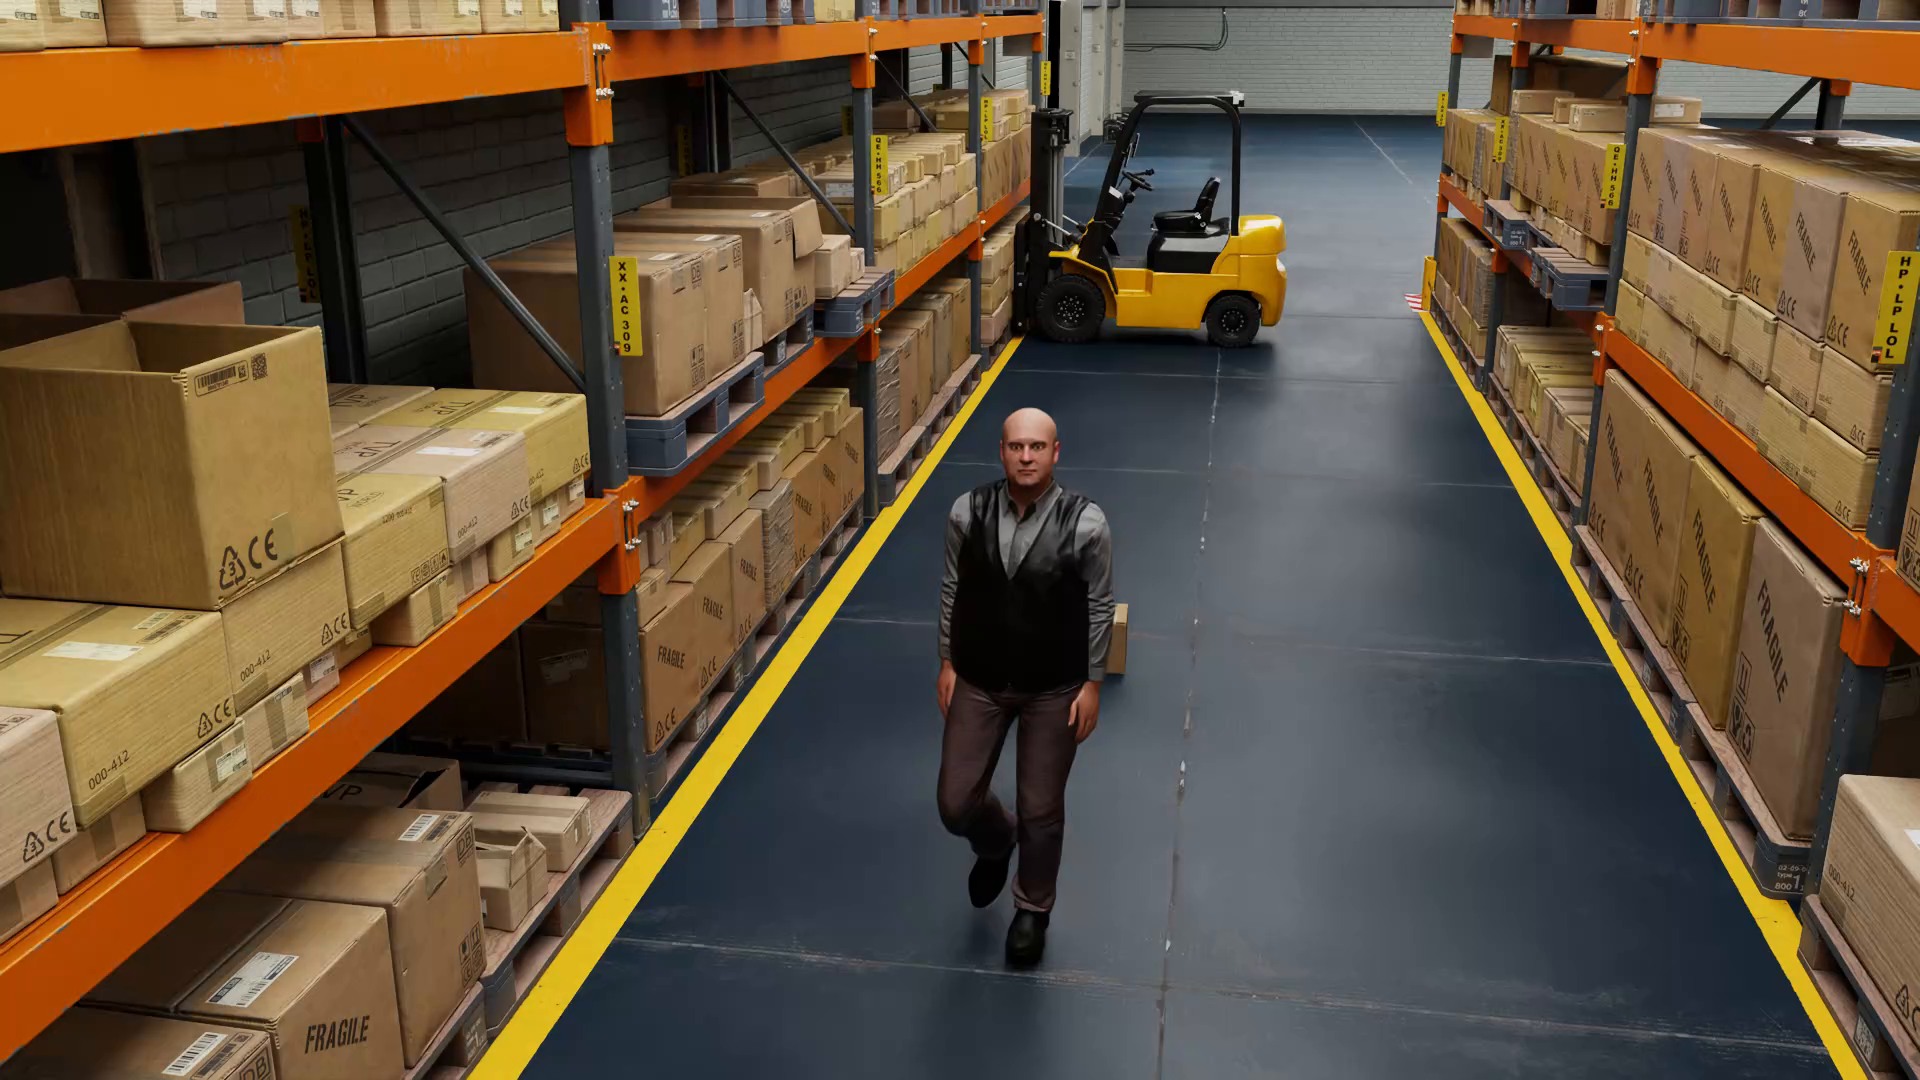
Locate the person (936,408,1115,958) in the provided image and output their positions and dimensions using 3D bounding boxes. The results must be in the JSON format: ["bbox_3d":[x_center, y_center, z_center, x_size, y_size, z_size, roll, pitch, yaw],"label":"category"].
[{"bbox_3d":[0.189,0.442,5.117,0.556,1.714,0.487,4,18,14],"label":"person"}]
